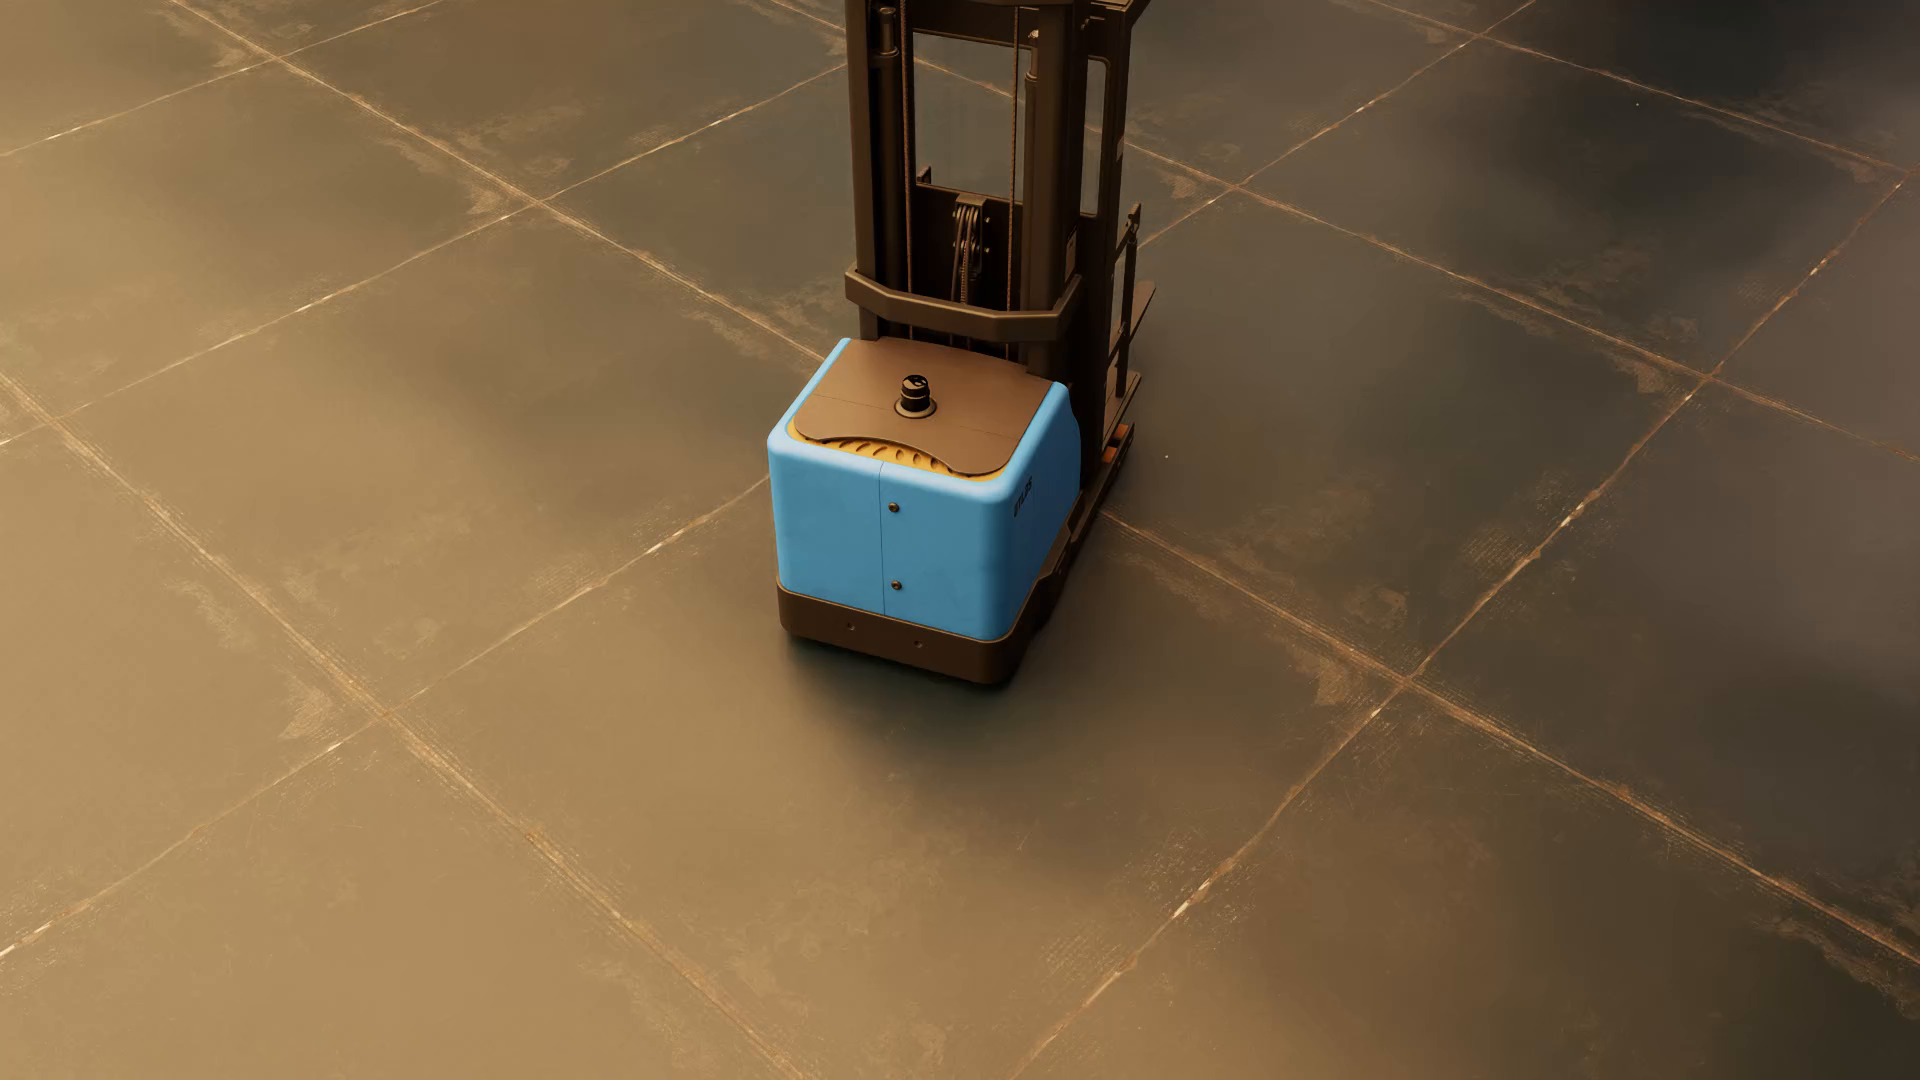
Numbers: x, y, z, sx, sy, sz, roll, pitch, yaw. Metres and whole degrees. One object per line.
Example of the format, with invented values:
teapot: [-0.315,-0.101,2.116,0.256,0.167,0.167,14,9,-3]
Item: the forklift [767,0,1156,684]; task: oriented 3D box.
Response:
forklift: [0.211,-1.484,7.158,1.130,2.935,3.031,14,42,15]
